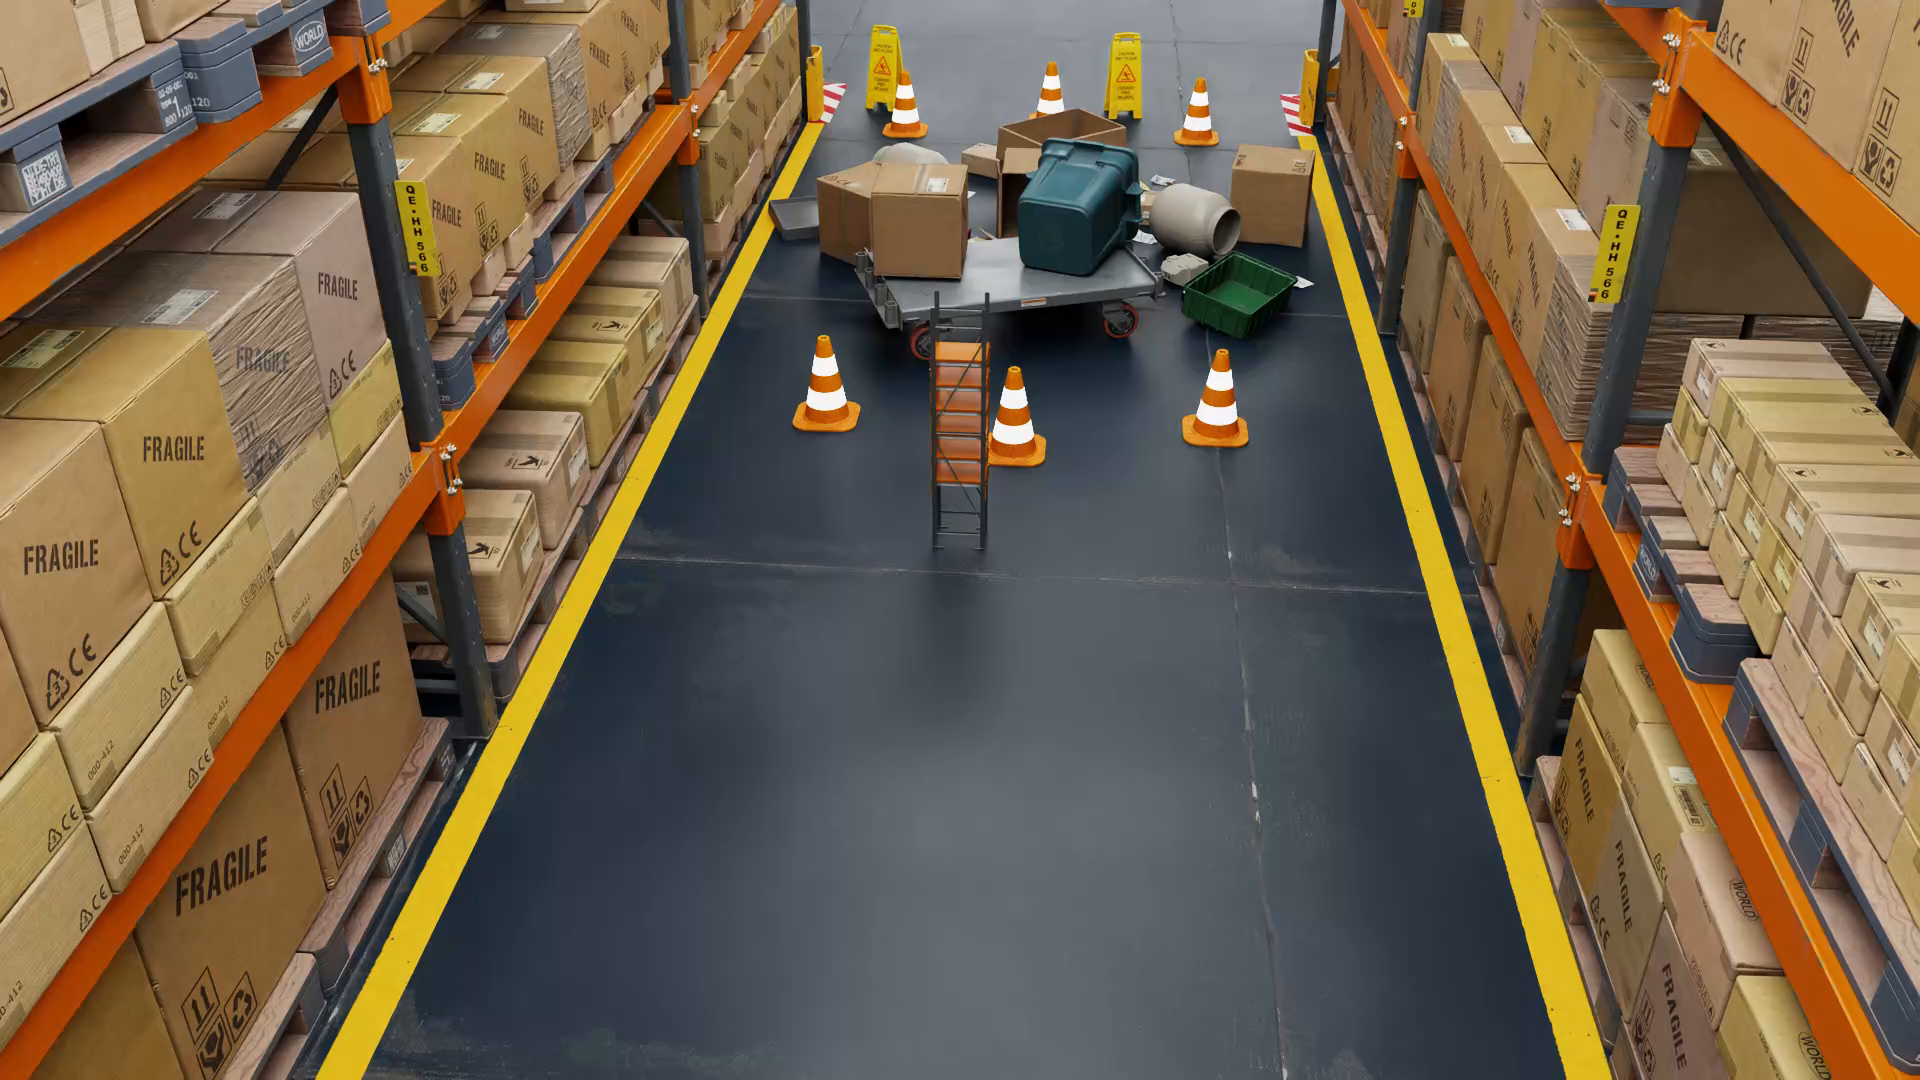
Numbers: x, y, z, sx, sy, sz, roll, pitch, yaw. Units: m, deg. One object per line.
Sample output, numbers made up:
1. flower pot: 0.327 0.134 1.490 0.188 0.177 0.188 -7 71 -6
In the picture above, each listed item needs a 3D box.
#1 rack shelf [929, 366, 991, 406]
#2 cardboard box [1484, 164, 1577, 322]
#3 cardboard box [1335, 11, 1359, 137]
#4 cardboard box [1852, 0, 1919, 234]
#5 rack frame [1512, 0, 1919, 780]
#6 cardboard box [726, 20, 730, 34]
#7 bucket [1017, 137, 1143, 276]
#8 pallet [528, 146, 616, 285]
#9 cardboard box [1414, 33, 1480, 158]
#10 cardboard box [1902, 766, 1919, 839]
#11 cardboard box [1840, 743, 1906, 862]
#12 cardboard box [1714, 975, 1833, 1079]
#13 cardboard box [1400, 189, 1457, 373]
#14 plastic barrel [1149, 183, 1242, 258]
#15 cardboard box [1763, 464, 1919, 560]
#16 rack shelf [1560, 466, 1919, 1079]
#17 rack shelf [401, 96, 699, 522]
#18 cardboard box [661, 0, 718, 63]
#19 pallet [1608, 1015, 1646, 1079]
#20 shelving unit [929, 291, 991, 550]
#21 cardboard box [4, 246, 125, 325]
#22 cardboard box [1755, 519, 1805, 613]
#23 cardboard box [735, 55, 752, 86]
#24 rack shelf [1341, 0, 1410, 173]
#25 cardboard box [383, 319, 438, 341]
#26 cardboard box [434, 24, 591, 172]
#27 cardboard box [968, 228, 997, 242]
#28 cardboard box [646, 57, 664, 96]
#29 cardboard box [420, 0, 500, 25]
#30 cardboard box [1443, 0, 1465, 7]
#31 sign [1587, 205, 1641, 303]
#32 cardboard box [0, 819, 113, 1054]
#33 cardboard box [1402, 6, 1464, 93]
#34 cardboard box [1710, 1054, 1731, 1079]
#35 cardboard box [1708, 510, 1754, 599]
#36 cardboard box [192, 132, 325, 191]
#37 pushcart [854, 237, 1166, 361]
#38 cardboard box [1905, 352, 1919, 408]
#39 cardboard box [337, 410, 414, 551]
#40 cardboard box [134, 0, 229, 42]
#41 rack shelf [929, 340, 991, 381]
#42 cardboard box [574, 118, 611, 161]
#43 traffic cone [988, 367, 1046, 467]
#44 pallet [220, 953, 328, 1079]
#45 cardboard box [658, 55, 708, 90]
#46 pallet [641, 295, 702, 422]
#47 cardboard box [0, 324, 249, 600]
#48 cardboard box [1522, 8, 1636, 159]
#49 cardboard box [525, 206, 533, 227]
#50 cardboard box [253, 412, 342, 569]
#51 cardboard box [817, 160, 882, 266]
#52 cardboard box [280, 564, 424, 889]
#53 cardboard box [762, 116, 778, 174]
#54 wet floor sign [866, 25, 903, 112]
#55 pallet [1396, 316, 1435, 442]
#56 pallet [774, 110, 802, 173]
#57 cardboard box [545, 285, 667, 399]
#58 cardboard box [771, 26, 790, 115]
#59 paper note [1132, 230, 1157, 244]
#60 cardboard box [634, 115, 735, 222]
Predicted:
1. rack shelf: 0.001 -0.685 7.345 0.258 0.103 0.180 2 32 4
2. cardboard box: 2.468 -1.197 6.738 0.500 0.500 0.500 2 32 3
3. cardboard box: 3.279 -3.486 12.172 0.875 0.875 0.875 3 32 4
4. cardboard box: 2.236 -0.894 3.388 0.500 0.500 0.500 2 32 4
5. rack frame: 2.617 -0.386 5.517 1.000 3.000 0.127 2 32 4
6. cardboard box: -1.649 -3.223 10.360 0.380 0.149 0.250 2 32 4
7. bucket: 0.656 -1.900 9.646 0.726 0.611 0.620 14 44 21
8. pallet: -2.205 -1.499 7.507 1.003 0.211 1.213 2 32 4
9. cardboard box: 2.631 -2.256 8.457 0.500 0.500 0.500 3 32 5
10. cardboard box: 2.230 0.602 3.470 0.380 0.149 0.250 3 32 4
11. cardboard box: 2.251 0.597 3.761 0.380 0.149 0.250 1 32 2
12. cardboard box: 2.184 1.327 4.006 0.500 0.250 0.500 1 32 2
13. cardboard box: 2.981 -1.370 8.858 1.050 0.750 0.750 2 32 4
14. plastic barrel: 1.506 -2.039 10.655 0.512 0.421 0.421 27 41 37
15. cardboard box: 2.320 -0.070 4.277 0.380 0.149 0.250 1 32 2
16. rack shelf: 2.454 0.966 4.008 1.077 0.370 4.000 2 32 4
17. rack shelf: -2.162 -1.284 7.660 1.077 0.370 4.000 2 32 4
18. cardboard box: -1.686 -3.023 9.418 0.500 0.500 0.500 2 32 4
19. pallet: 2.450 1.846 4.553 1.003 0.211 1.213 2 32 4
20. shelving unit: 0.001 -0.518 7.447 0.258 1.200 0.189 2 32 4
21. cardboard box: -2.640 -0.505 4.662 0.500 0.500 0.500 3 32 4
22. cardboard box: 2.319 0.074 4.327 0.380 0.149 0.250 3 32 4
23. cardboard box: -1.553 -3.009 10.661 0.380 0.149 0.250 4 32 7
24. rack shelf: 3.105 -3.217 10.796 1.077 0.370 4.000 2 32 4
25. cardboard box: -2.113 -0.778 5.993 0.380 0.149 0.250 1 32 1
26. cardboard box: -1.937 -1.930 7.243 0.500 0.500 0.500 1 32 2
27. cardboard box: 0.206 -1.806 10.428 0.258 0.266 0.396 -20 37 -29
28. cardboard box: -1.766 -2.427 8.668 0.380 0.149 0.250 3 32 5
29. cardboard box: -2.418 -2.231 7.732 0.500 0.500 0.500 2 32 4
30. cardboard box: 3.007 -3.192 8.899 0.875 0.550 0.550 2 32 4
31. sign: 2.063 -0.900 5.249 0.100 0.325 0.005 2 32 4
32. cardboard box: -2.254 0.855 3.647 0.500 0.250 0.500 2 32 4
33. cardboard box: 2.960 -2.734 9.185 0.875 0.550 0.550 2 32 4
34. cardboard box: 2.188 1.657 4.184 0.500 0.500 0.500 2 32 3
35. cardboard box: 2.336 0.049 4.650 0.380 0.149 0.250 4 32 6
36. cardboard box: -2.565 -1.142 5.964 0.500 0.500 0.500 2 32 3
37. pushcart: 0.277 -1.448 9.740 1.648 0.377 0.936 -8 33 -13
38. cardboard box: 3.034 -0.435 4.869 0.380 0.149 0.250 1 32 2
39. cardboard box: -2.108 -0.205 5.366 0.500 0.250 0.500 1 32 2
40. cardboard box: -2.216 -1.517 3.997 0.700 0.500 0.500 1 32 2
41. rack shelf: 0.001 -0.787 7.282 0.258 0.103 0.180 2 32 4
42. cardboard box: -1.864 -1.894 7.803 0.380 0.149 0.250 2 32 4
43. traffic cone: 0.268 -0.653 8.369 0.336 0.463 0.334 2 32 4
44. pallet: -2.566 1.688 4.809 1.003 0.211 1.213 2 32 4
45. cardboard box: -1.654 -2.680 9.479 0.380 0.149 0.250 2 32 4
46. pallet: -2.061 -1.042 9.239 1.003 0.211 1.213 2 32 4
47. cardboard box: -2.187 -0.203 4.172 0.500 0.500 0.500 2 32 4
48. cardboard box: 2.784 -1.888 6.907 0.700 0.500 0.500 2 32 3
49. cardboard box: -2.004 -1.338 6.901 0.380 0.149 0.250 4 32 7
50. cardboard box: -2.149 -0.161 4.818 0.500 0.250 0.500 2 32 3
51. cardboard box: -0.556 -2.075 10.638 0.500 0.500 0.500 27 41 37
52. cardboard box: -2.464 0.539 5.641 0.875 0.875 0.875 2 32 4
53. cardboard box: -1.559 -2.757 11.585 0.500 0.250 0.500 1 32 2
54. wet floor sign: -0.592 -3.779 13.267 0.267 0.644 0.232 14 34 21
55. pallet: 2.955 -0.883 8.982 1.003 0.211 1.213 2 32 4
56. pallet: -1.781 -3.077 12.542 1.003 0.211 1.213 2 32 4
57. cardboard box: -2.095 -1.045 8.692 0.950 0.372 0.625 4 32 7
58. cardboard box: -1.518 -3.352 11.836 0.500 0.500 0.500 4 32 6
59. paper note: 1.229 -1.998 10.971 0.172 0.023 0.155 14 34 21
60. cardboard box: -1.682 -2.260 10.064 0.500 0.500 0.500 4 32 6
